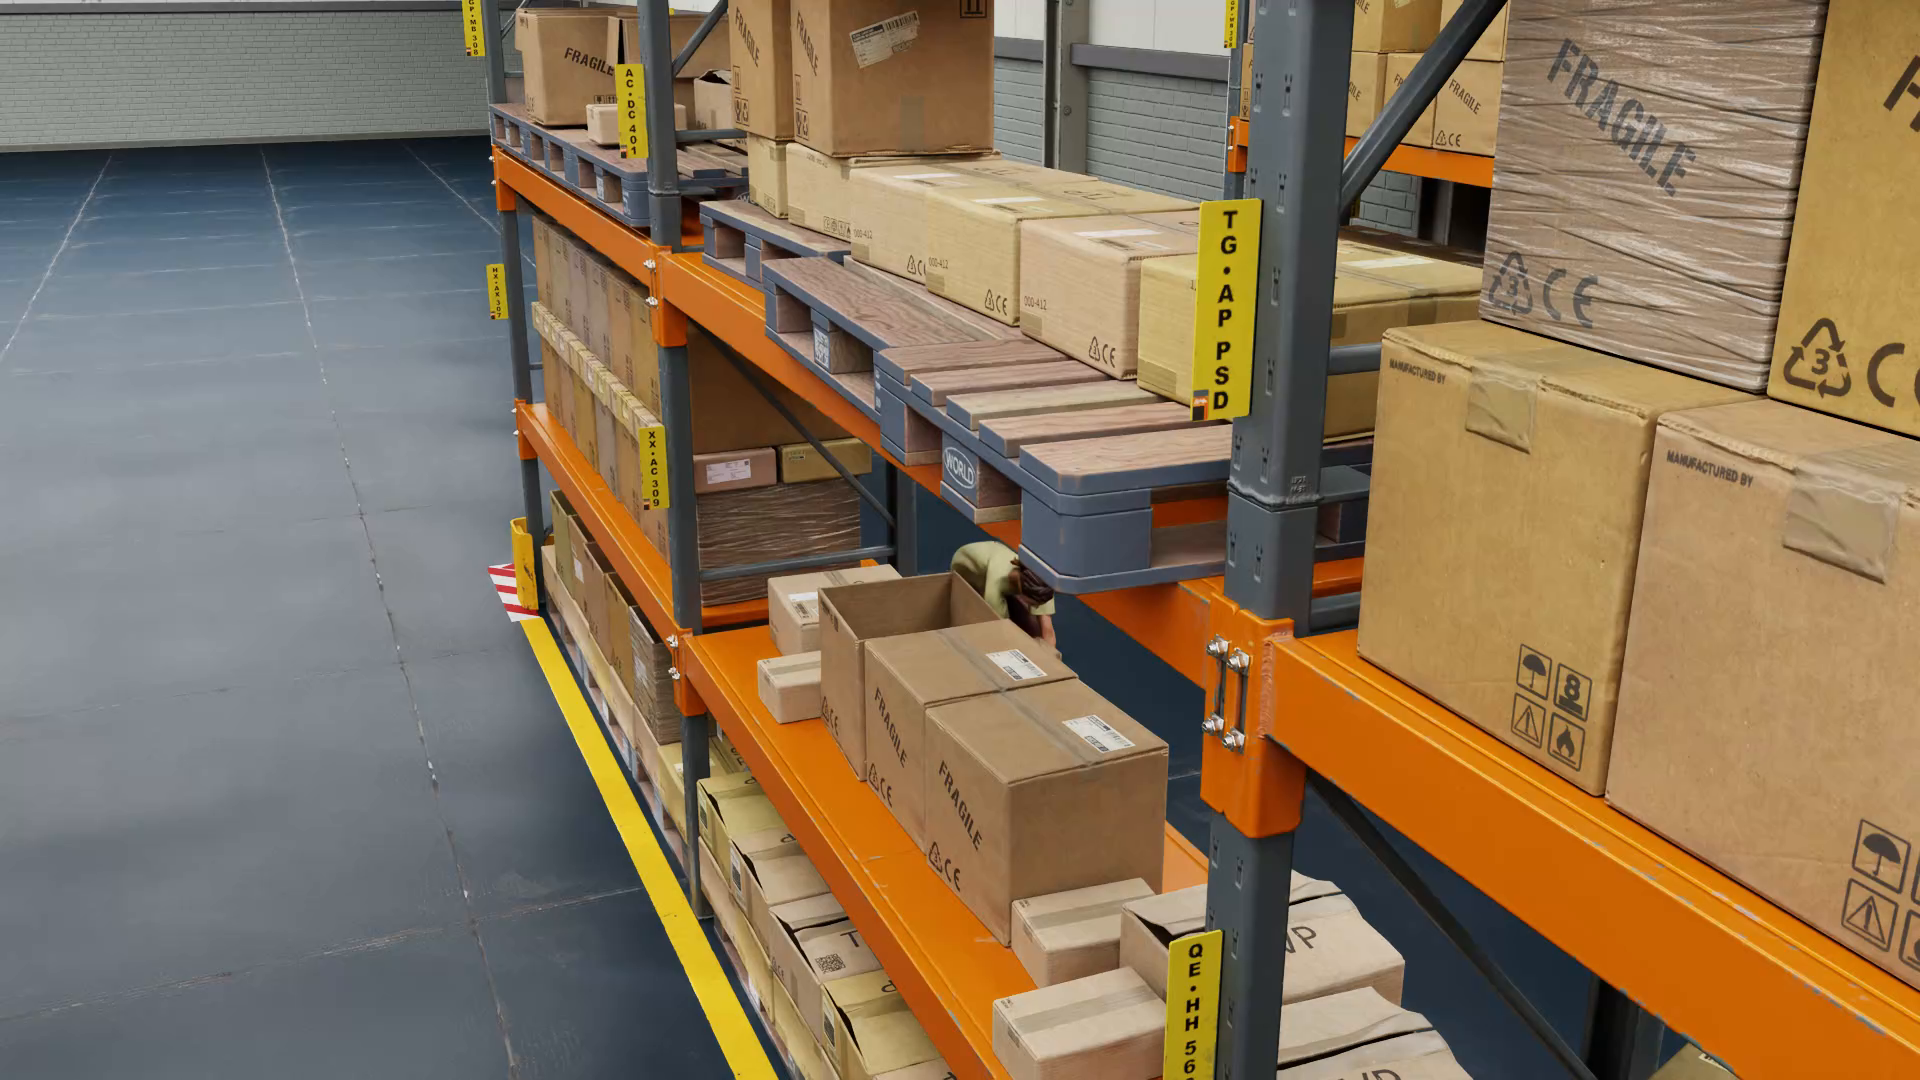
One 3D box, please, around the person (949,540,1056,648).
[{"bbox_3d":[0.247,0.456,8.830,0.476,0.966,0.866,-9,21,-24],"label":"person"}]
